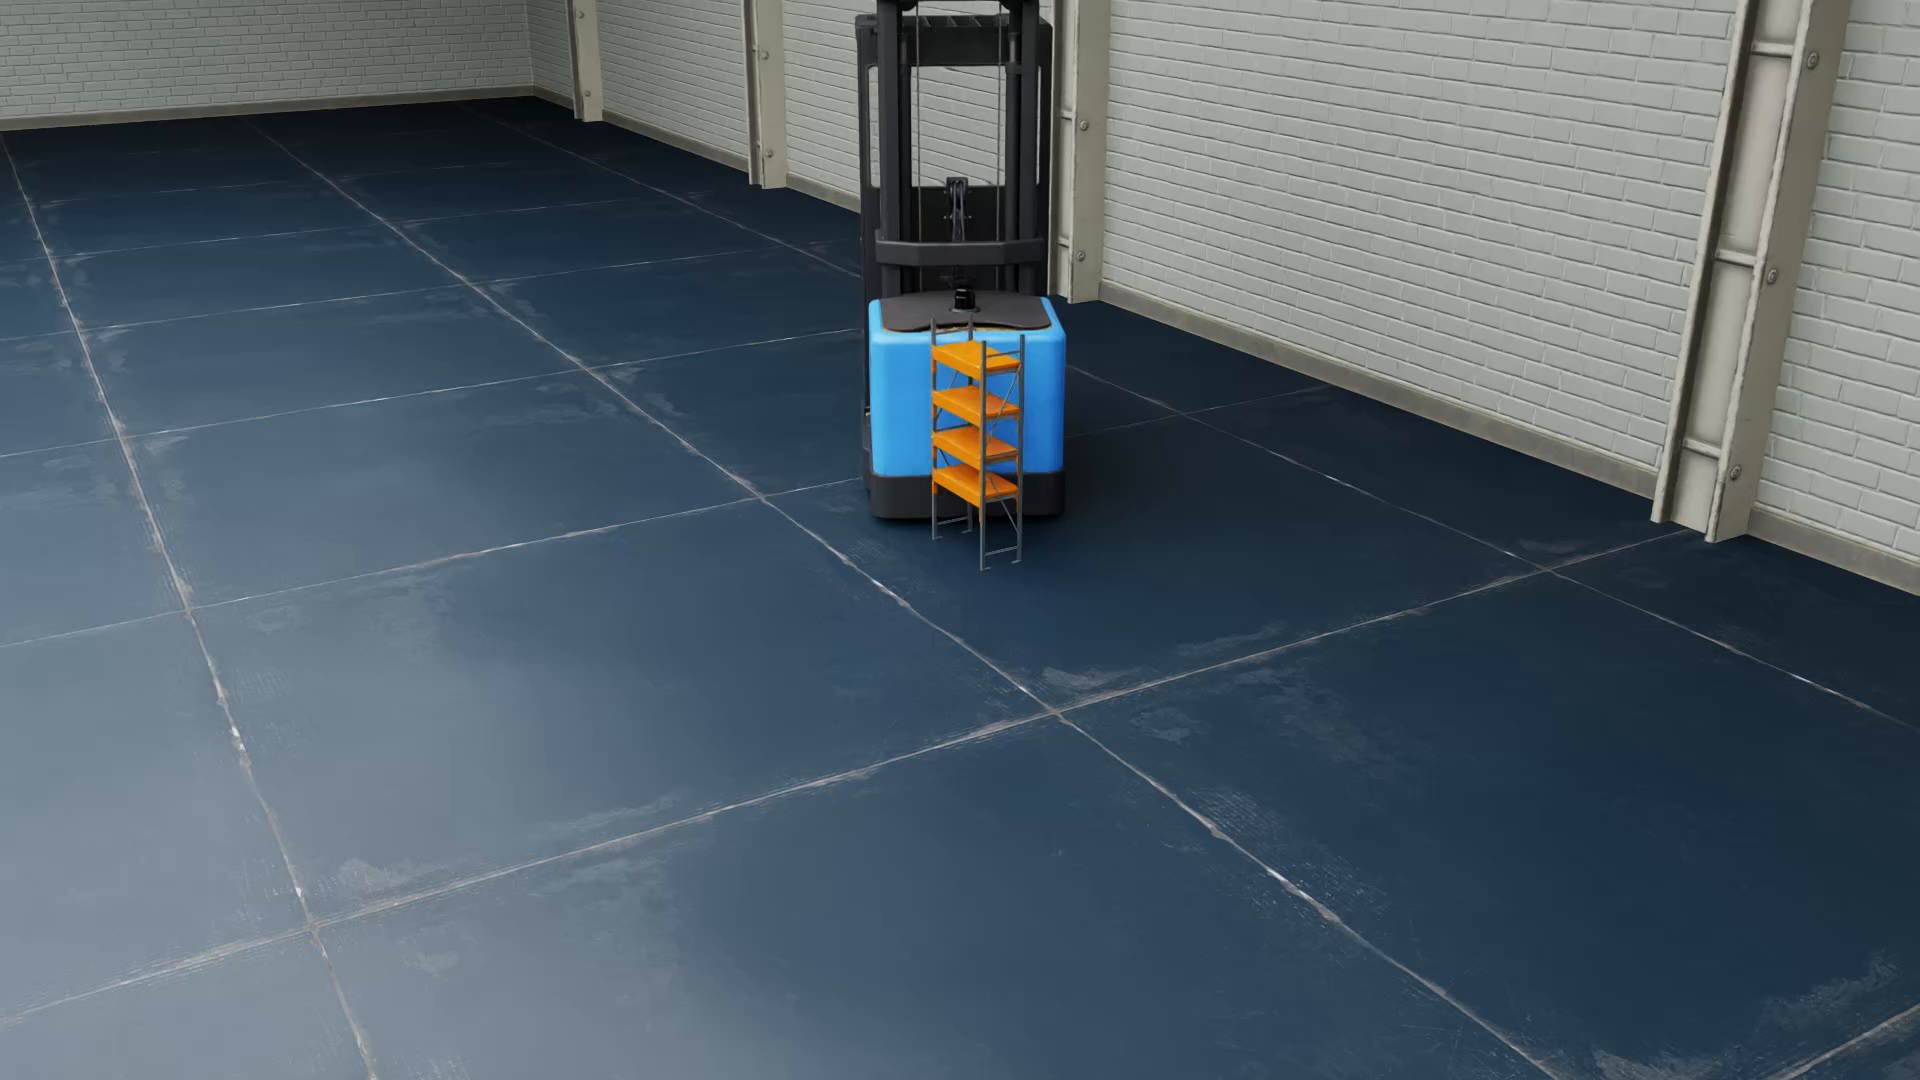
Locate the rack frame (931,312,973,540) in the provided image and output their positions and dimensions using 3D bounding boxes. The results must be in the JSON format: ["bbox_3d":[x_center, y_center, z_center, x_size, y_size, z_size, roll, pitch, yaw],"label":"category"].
[{"bbox_3d":[-0.040,-0.581,8.648,0.240,1.200,0.015,-13,25,-28],"label":"rack frame"}]

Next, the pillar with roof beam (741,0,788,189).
[{"bbox_3d":[-5.830,-7.301,14.822,9.100,9.000,0.400,-13,25,-28],"label":"pillar with roof beam"}]

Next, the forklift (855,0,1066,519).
[{"bbox_3d":[-0.047,-1.984,9.801,1.130,2.935,3.031,-1,22,-4],"label":"forklift"}]

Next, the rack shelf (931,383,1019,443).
[{"bbox_3d":[0.085,-0.647,8.395,0.258,0.148,0.480,-13,25,-28],"label":"rack shelf"}]

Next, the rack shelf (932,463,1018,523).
[{"bbox_3d":[0.085,-0.256,8.554,0.258,0.148,0.480,-13,25,-28],"label":"rack shelf"}]

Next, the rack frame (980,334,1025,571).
[{"bbox_3d":[0.209,-0.423,8.259,0.240,1.200,0.015,-13,25,-28],"label":"rack frame"}]

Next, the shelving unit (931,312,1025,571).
[{"bbox_3d":[0.085,-0.502,8.454,0.258,1.200,0.503,-13,25,-28],"label":"shelving unit"}]

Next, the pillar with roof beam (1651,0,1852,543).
[{"bbox_3d":[0.300,-3.416,5.265,9.100,9.000,0.400,-13,25,-28],"label":"pillar with roof beam"}]

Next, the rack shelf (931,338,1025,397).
[{"bbox_3d":[0.085,-0.866,8.306,0.258,0.148,0.480,-13,25,-28],"label":"rack shelf"}]

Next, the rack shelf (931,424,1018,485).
[{"bbox_3d":[0.085,-0.440,8.479,0.258,0.148,0.480,-13,25,-28],"label":"rack shelf"}]

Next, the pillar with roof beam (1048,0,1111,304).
[{"bbox_3d":[-2.765,-5.358,10.044,9.100,9.000,0.400,-13,25,-28],"label":"pillar with roof beam"}]
